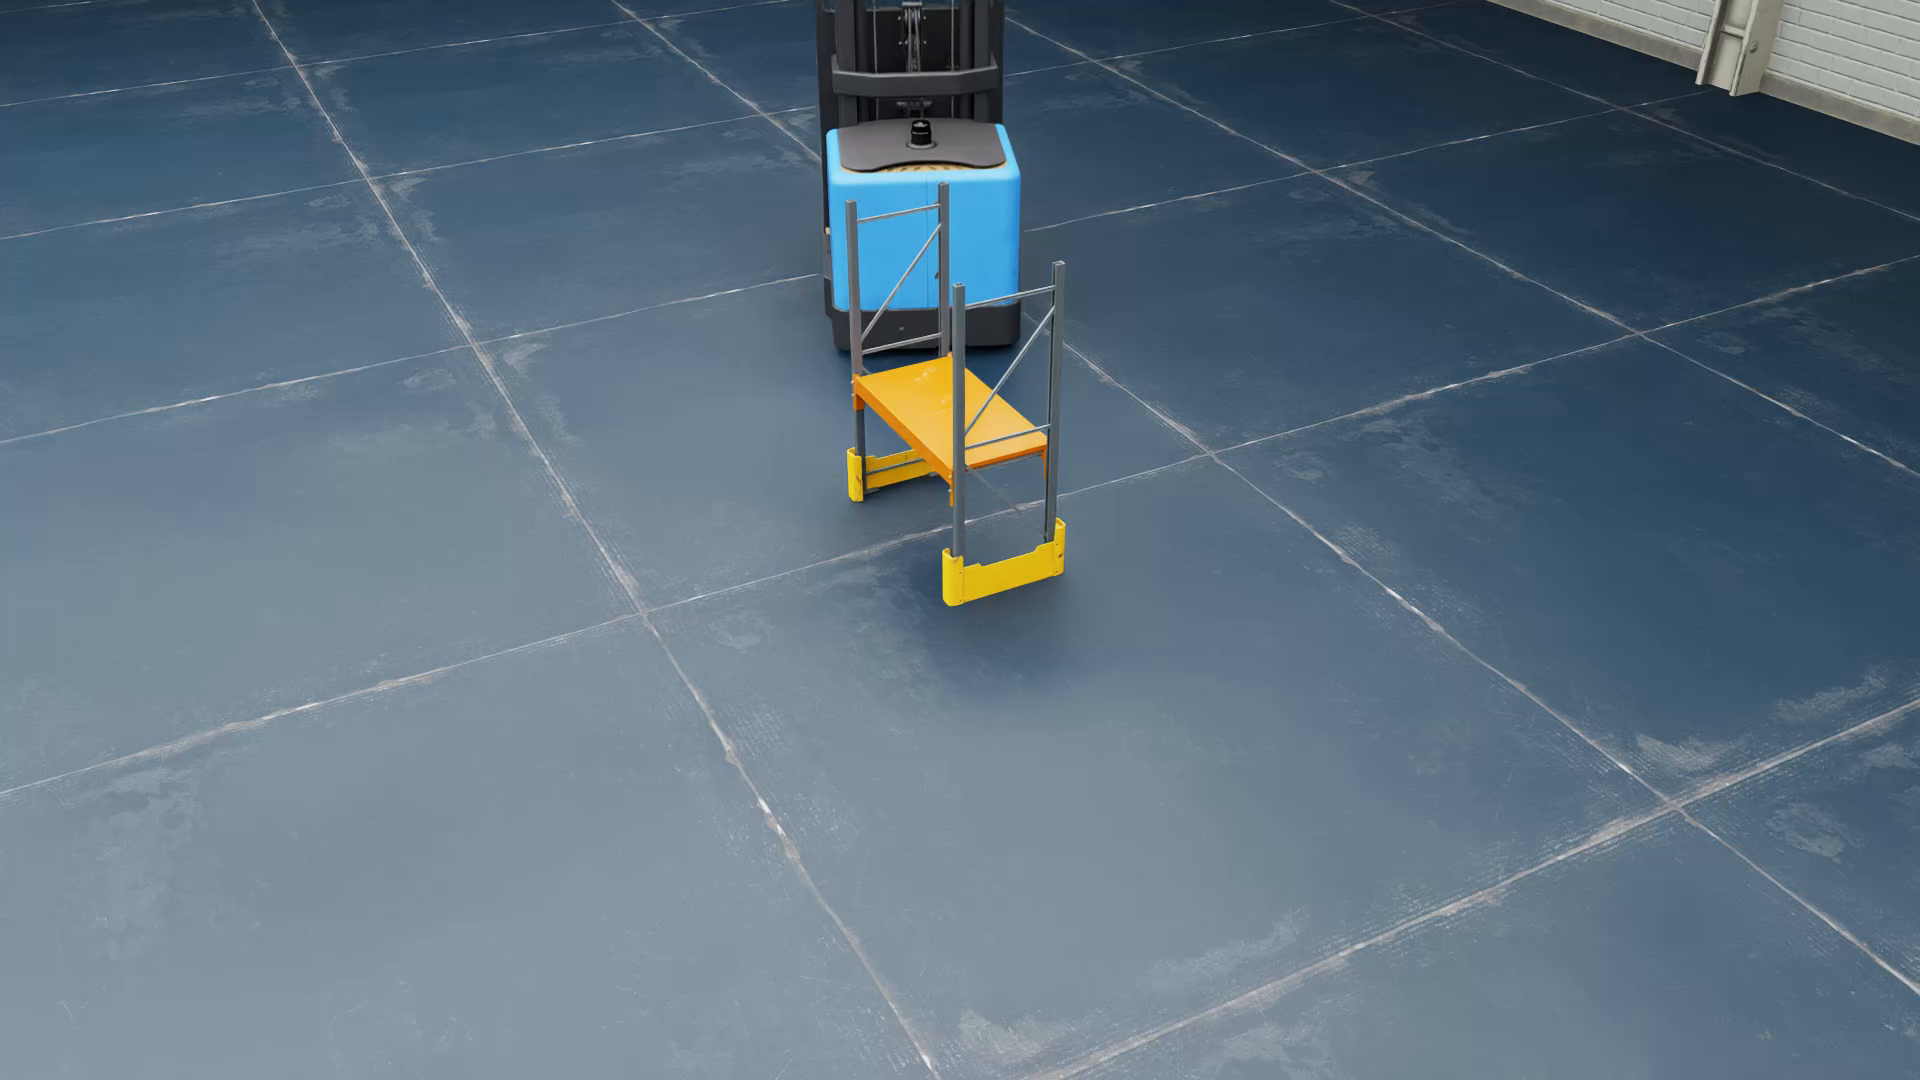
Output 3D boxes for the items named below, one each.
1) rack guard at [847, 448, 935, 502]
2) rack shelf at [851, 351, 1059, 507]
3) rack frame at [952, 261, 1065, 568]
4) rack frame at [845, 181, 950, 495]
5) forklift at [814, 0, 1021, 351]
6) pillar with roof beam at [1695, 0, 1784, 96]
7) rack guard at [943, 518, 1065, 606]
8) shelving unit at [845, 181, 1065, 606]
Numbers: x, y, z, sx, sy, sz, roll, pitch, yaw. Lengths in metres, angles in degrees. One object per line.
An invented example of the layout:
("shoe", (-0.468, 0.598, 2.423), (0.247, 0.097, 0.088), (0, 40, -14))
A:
("rack guard", (-0.268, -0.379, 8.110), (0.587, 0.250, 0.087), (-16, 36, -23))
("rack shelf", (-0.040, -0.521, 7.506), (0.538, 0.185, 1.000), (-16, 36, -23))
("rack frame", (0.197, -0.430, 7.030), (0.500, 1.500, 0.032), (-16, 36, -23))
("rack frame", (-0.277, -0.915, 7.788), (0.500, 1.500, 0.032), (-16, 36, -23))
("forklift", (-0.313, -3.059, 9.808), (1.130, 2.935, 3.031), (-3, 33, -4))
("pillar with roof beam", (2.418, -6.381, 9.368), (9.100, 9.000, 0.400), (-16, 36, -23))
("rack guard", (0.197, 0.096, 7.368), (0.587, 0.250, 0.087), (-16, 36, -23))
("shelving unit", (-0.036, -0.668, 7.402), (0.587, 1.500, 1.083), (-16, 36, -23))
